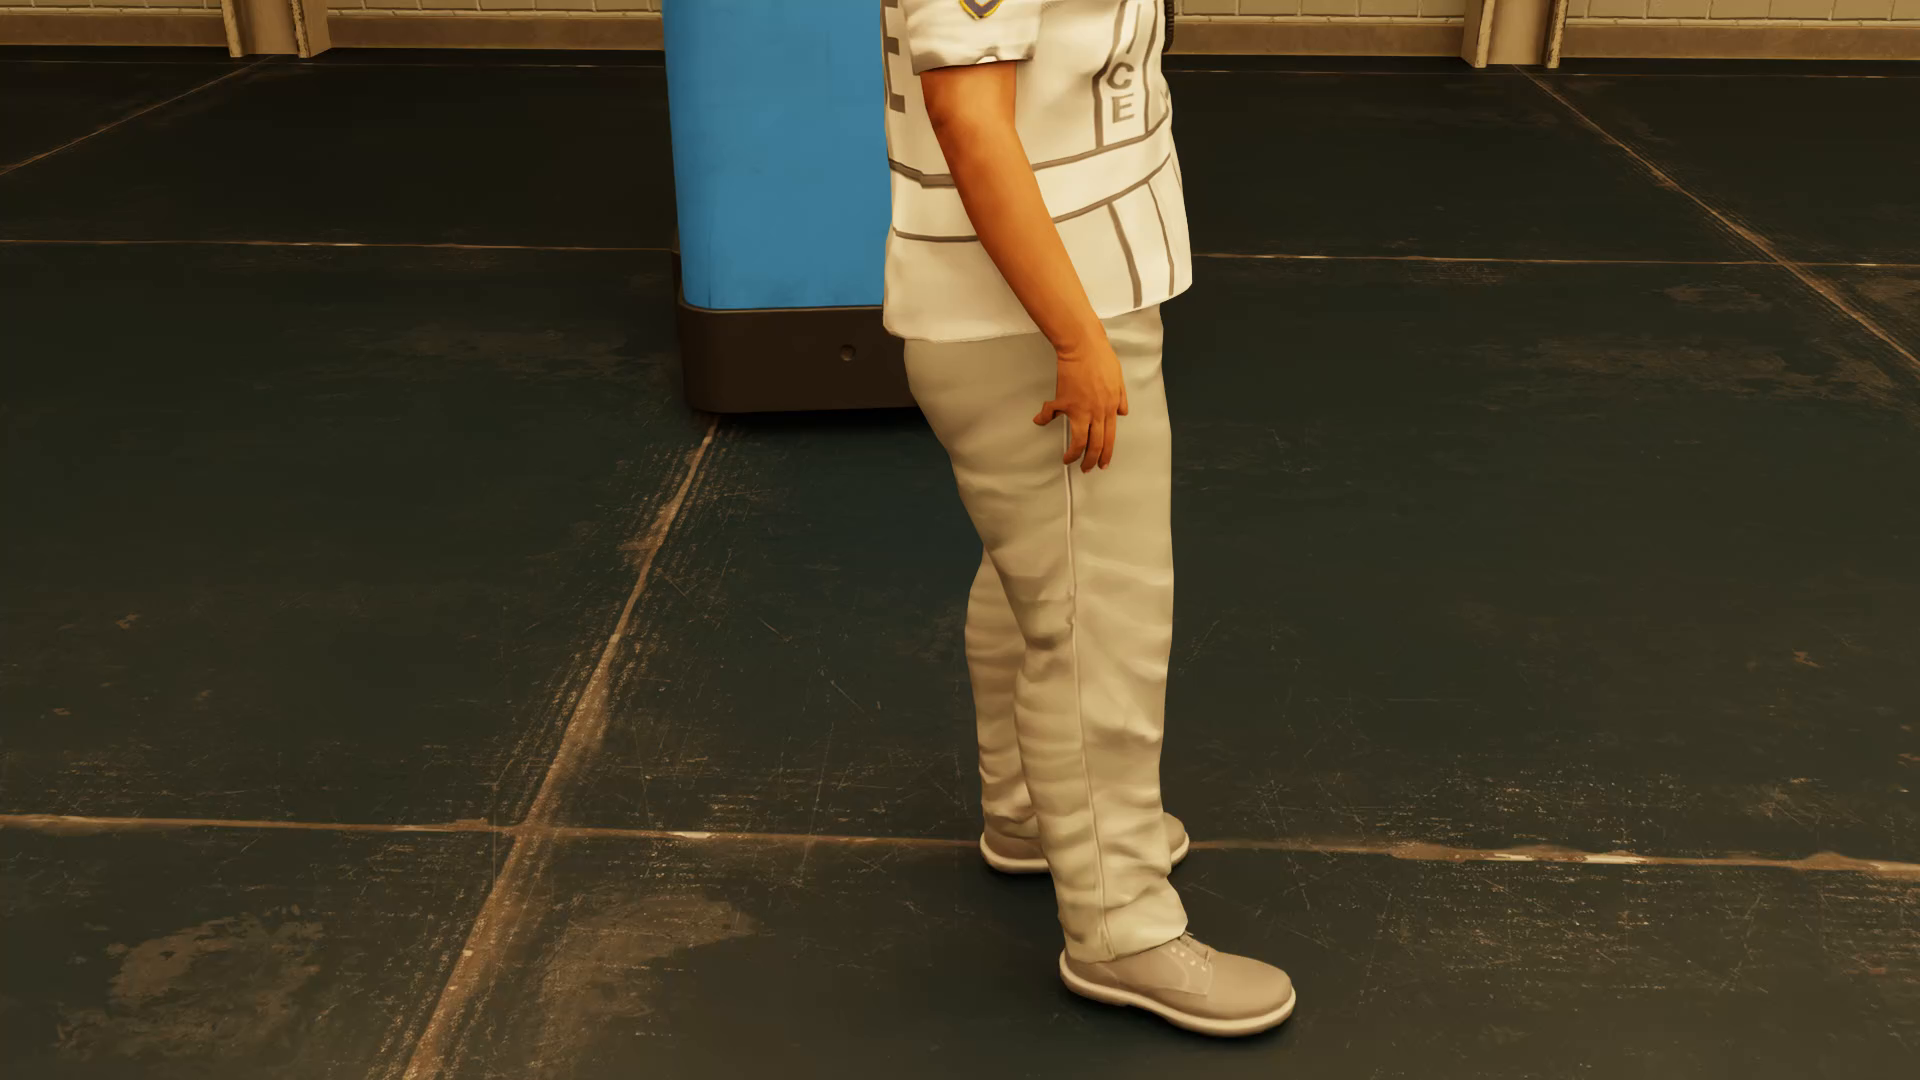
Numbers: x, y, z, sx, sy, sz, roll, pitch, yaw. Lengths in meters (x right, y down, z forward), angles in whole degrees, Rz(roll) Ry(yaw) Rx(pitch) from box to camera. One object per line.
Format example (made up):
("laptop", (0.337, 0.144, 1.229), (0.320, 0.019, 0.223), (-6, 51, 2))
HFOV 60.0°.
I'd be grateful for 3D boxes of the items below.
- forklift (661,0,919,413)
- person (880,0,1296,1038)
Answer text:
("forklift", (-0.239, -2.219, 4.517), (1.130, 2.935, 3.031), (-2, 26, -5))
("person", (0.171, -0.260, 1.971), (0.529, 1.659, 0.601), (1, 26, 2))
